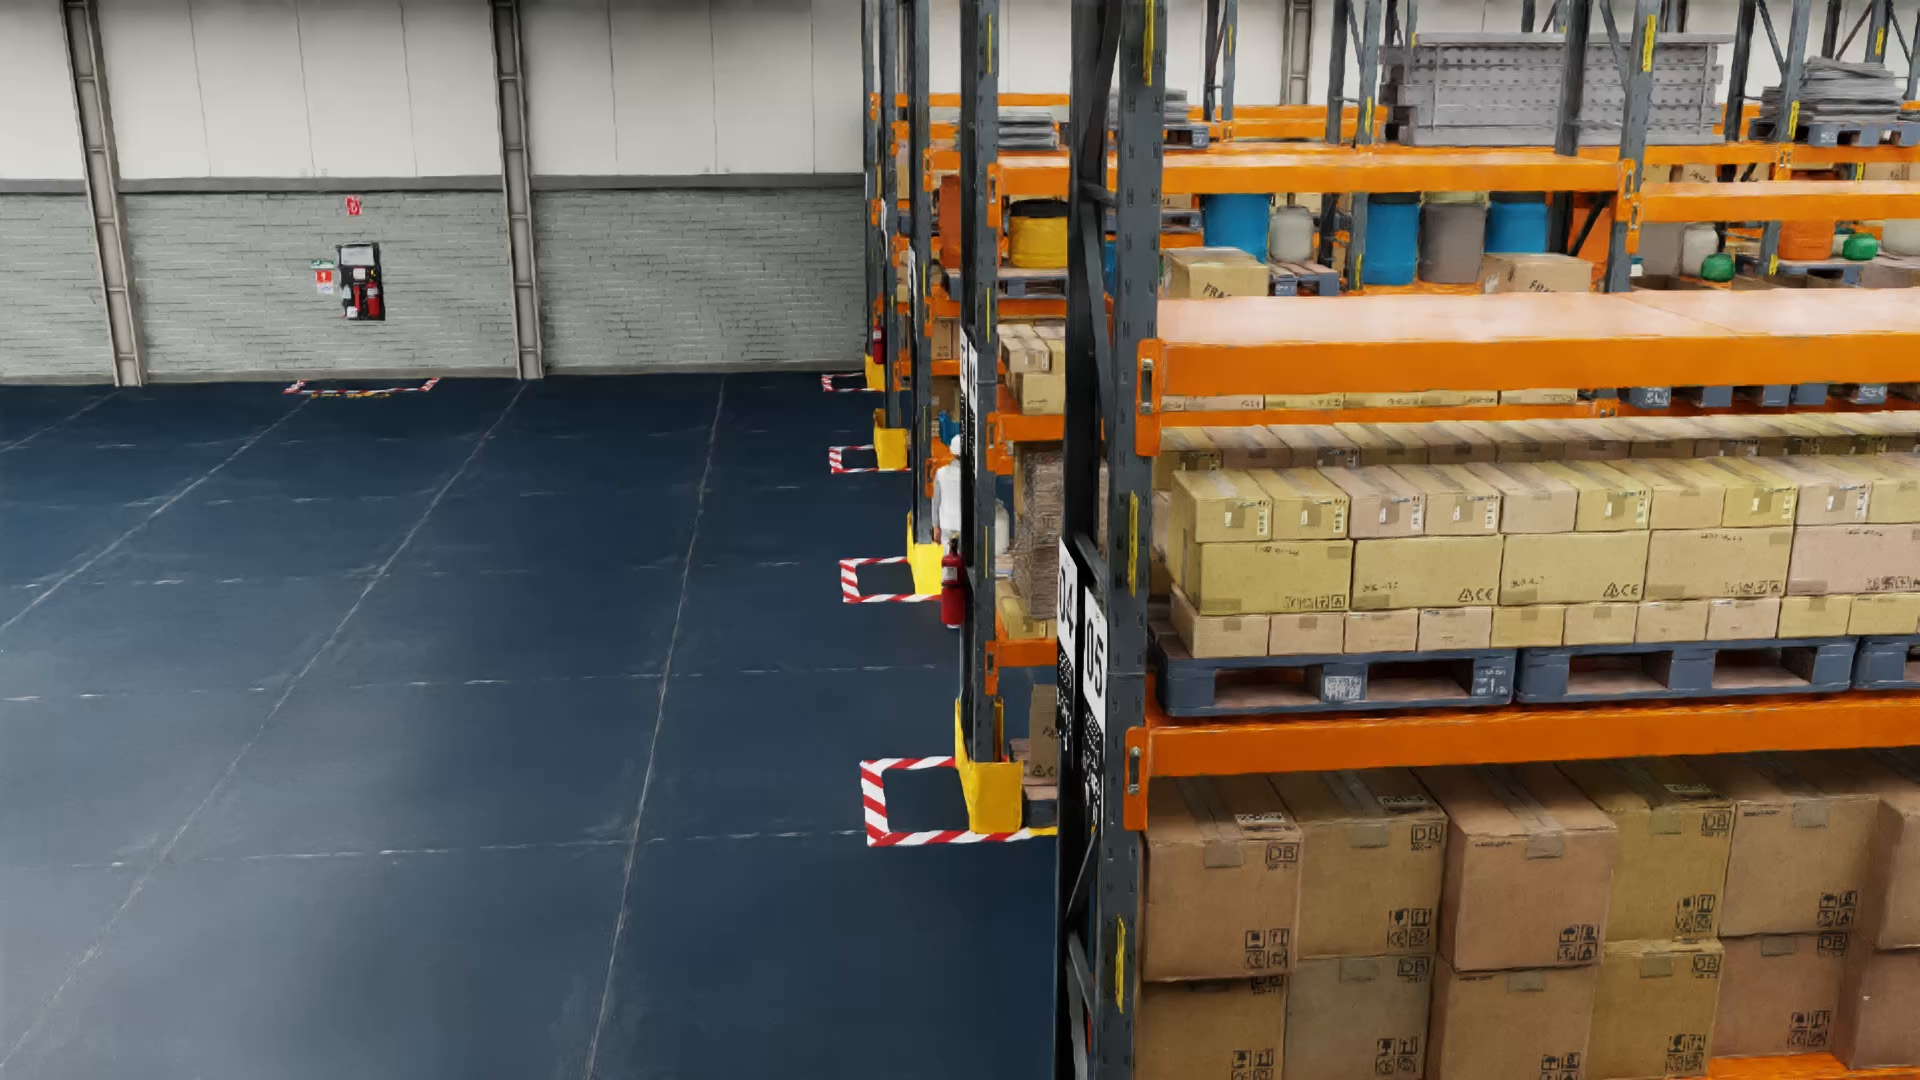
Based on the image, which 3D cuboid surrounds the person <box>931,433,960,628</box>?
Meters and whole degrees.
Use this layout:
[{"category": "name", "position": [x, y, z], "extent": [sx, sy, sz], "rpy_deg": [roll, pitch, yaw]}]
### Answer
[{"category": "person", "position": [0.031, -0.092, 14.637], "extent": [0.582, 1.773, 0.361], "rpy_deg": [7, 18, 23]}]
